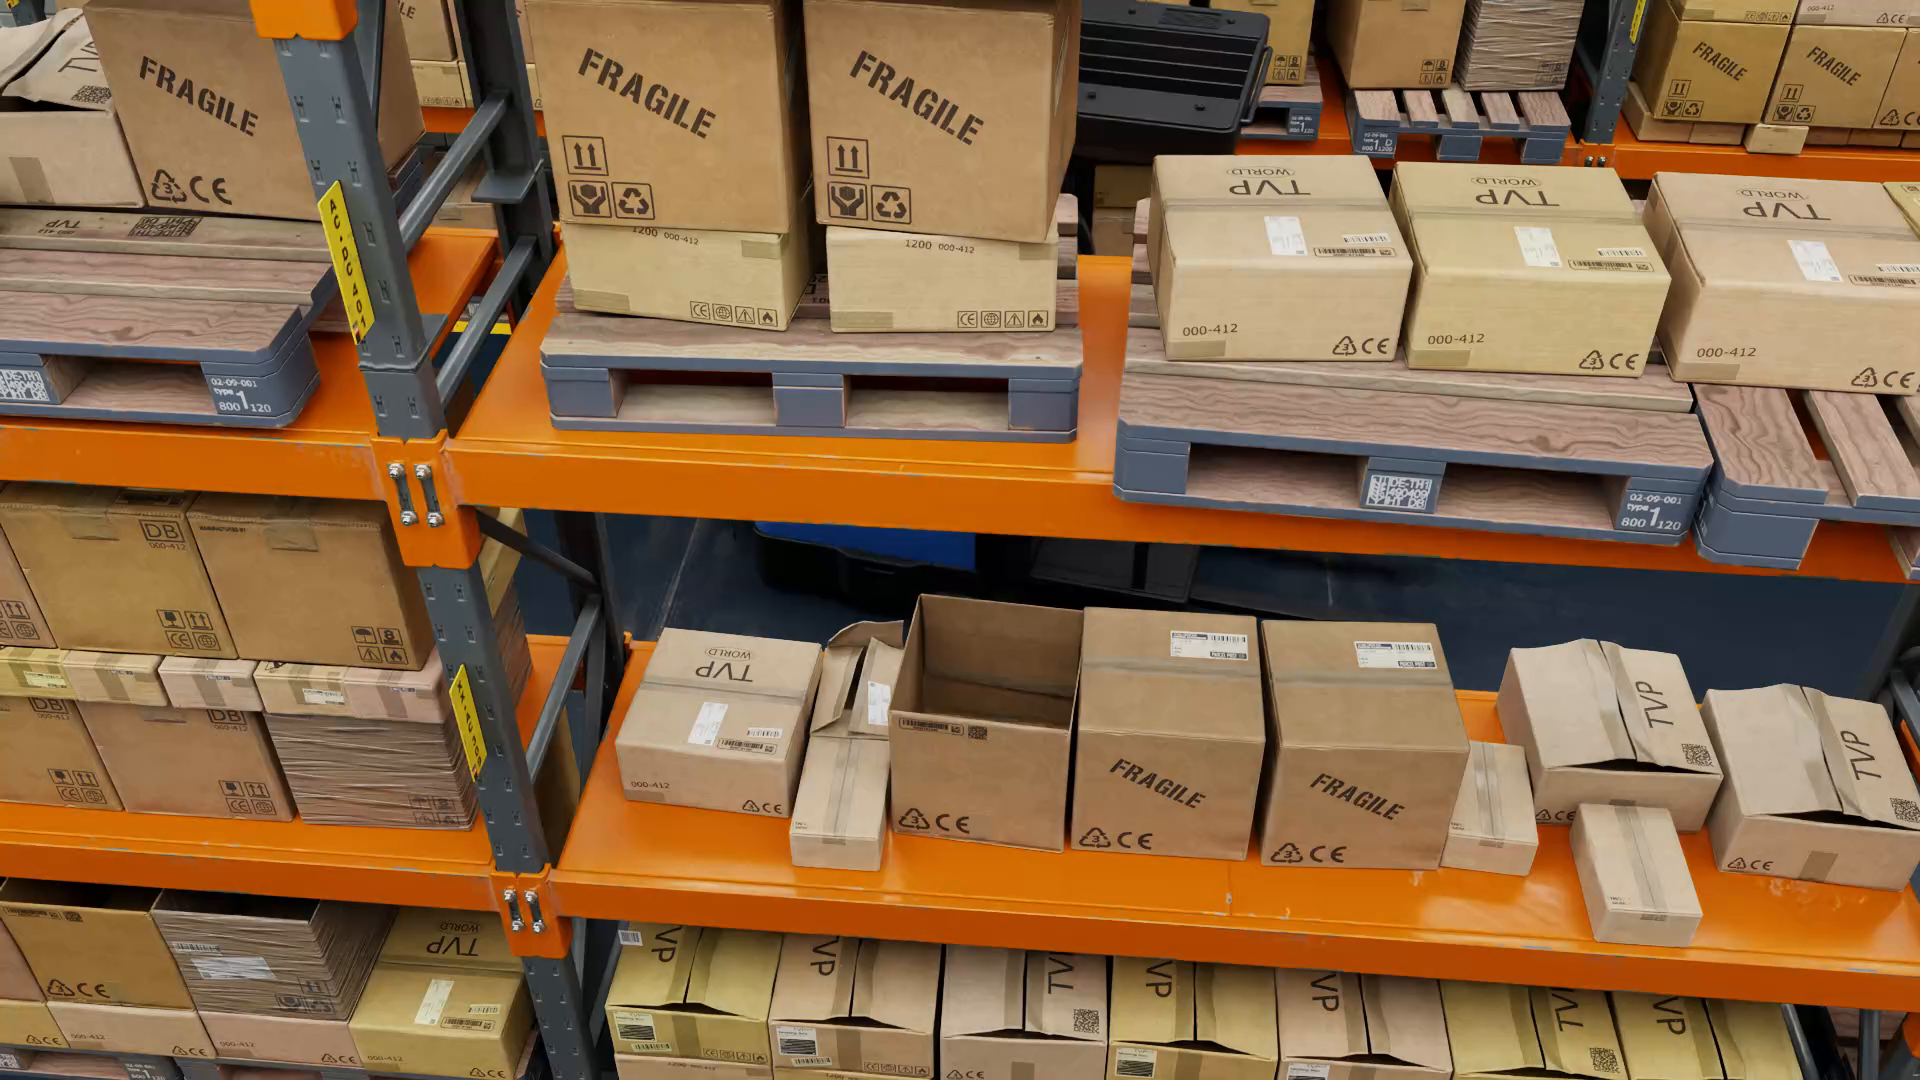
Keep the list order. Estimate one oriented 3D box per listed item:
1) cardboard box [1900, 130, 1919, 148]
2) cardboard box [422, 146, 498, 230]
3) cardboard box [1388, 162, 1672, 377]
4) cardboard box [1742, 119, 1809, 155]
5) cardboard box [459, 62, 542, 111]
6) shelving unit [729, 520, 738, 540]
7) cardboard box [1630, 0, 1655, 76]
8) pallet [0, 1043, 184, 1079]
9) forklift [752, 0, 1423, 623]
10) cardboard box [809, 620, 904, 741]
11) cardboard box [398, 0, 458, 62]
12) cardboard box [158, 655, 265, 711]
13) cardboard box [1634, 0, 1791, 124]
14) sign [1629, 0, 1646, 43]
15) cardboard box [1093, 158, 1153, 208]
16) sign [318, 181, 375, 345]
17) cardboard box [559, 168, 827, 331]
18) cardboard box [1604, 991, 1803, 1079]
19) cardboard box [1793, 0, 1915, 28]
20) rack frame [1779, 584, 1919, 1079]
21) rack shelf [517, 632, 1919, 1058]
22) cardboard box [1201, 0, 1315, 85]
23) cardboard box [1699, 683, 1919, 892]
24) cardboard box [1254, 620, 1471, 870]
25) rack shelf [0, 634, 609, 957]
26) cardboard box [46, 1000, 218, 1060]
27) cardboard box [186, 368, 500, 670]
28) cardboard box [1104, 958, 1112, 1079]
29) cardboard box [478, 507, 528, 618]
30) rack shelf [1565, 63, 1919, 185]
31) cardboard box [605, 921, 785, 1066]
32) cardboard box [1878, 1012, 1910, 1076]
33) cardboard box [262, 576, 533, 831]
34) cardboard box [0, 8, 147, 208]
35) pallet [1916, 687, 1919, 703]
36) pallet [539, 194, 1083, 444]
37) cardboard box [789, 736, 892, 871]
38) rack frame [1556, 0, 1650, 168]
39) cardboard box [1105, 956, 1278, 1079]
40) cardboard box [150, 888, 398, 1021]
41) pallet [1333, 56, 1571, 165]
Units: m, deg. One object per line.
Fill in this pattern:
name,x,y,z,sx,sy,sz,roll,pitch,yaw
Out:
cardboard box,4.800,-2.108,8.317,0.250,0.149,0.380,4,39,5
cardboard box,-2.786,-1.854,9.453,0.500,0.500,0.700,1,39,1
cardboard box,1.234,-0.611,3.704,0.500,0.250,0.500,2,39,3
cardboard box,4.024,-2.073,8.275,0.250,0.149,0.380,4,39,5
cardboard box,-2.273,-2.466,8.677,0.500,0.250,0.500,3,39,4
shelving unit,-1.049,-0.543,7.625,0.189,1.200,0.258,-2,38,11
cardboard box,3.701,-2.715,8.550,0.500,0.500,0.500,3,39,4
pallet,-3.208,1.431,5.995,1.213,0.211,1.003,3,39,4
forklift,0.634,-1.001,6.828,3.031,2.935,1.130,10,40,12
cardboard box,-0.309,0.469,5.075,0.258,0.266,0.396,2,39,3
cardboard box,-2.792,-2.789,8.479,0.500,0.500,0.500,4,39,5
cardboard box,-1.998,0.287,4.599,0.250,0.149,0.380,2,39,3
cardboard box,3.670,-2.388,8.147,0.500,0.500,0.500,4,39,5
sign,3.170,-2.490,7.749,0.005,0.325,0.100,3,39,4
cardboard box,0.915,-2.046,9.095,0.500,0.250,0.500,2,39,3
sign,-1.247,-0.561,3.385,0.005,0.325,0.100,3,39,4
cardboard box,-0.588,-0.744,3.868,0.500,0.250,0.500,7,40,8
cardboard box,2.241,1.515,5.085,0.500,0.311,0.500,4,39,5
cardboard box,4.173,-2.650,7.876,0.500,0.250,0.500,3,39,3
rack frame,2.784,0.702,4.682,0.127,3.000,1.000,3,39,4
rack shelf,0.792,0.872,5.042,4.000,0.370,1.077,3,39,4
cardboard box,1.495,-2.696,8.429,0.500,0.500,0.700,3,39,4
cardboard box,2.425,0.690,4.768,0.500,0.311,0.500,5,39,7
cardboard box,1.111,0.582,4.750,0.500,0.500,0.500,1,39,1
rack shelf,-3.194,0.655,5.310,4.000,0.370,1.077,3,39,4
cardboard box,-2.679,1.449,5.610,0.500,0.250,0.500,3,39,4
cardboard box,-1.644,-0.078,4.533,0.500,0.500,0.700,3,39,4
cardboard box,0.712,1.649,5.364,0.500,0.250,0.500,4,39,5
cardboard box,-1.452,0.058,4.881,0.250,0.149,0.380,3,39,4
rack shelf,5.200,-2.025,8.603,4.000,0.370,1.077,3,39,4
cardboard box,-0.811,1.350,5.287,0.500,0.311,0.500,3,39,4
cardboard box,3.213,1.706,5.080,0.500,0.500,0.500,5,39,6
cardboard box,-1.644,0.425,4.942,0.500,0.500,0.700,2,39,3
cardboard box,-2.218,-1.084,4.127,0.500,0.311,0.500,1,39,1
pallet,3.465,0.769,4.751,1.003,0.211,1.213,3,39,4
pallet,-0.321,-0.565,4.014,1.217,0.209,0.805,2,39,2
cardboard box,-0.336,0.759,4.811,0.250,0.149,0.380,3,39,4
rack frame,3.208,-2.413,8.509,0.127,3.000,1.000,3,39,4
cardboard box,0.721,1.433,5.186,0.500,0.311,0.500,4,39,5
cardboard box,-2.179,1.175,5.353,0.500,0.500,0.500,3,39,4
pallet,2.489,-2.311,8.535,1.003,0.211,1.213,3,39,4
